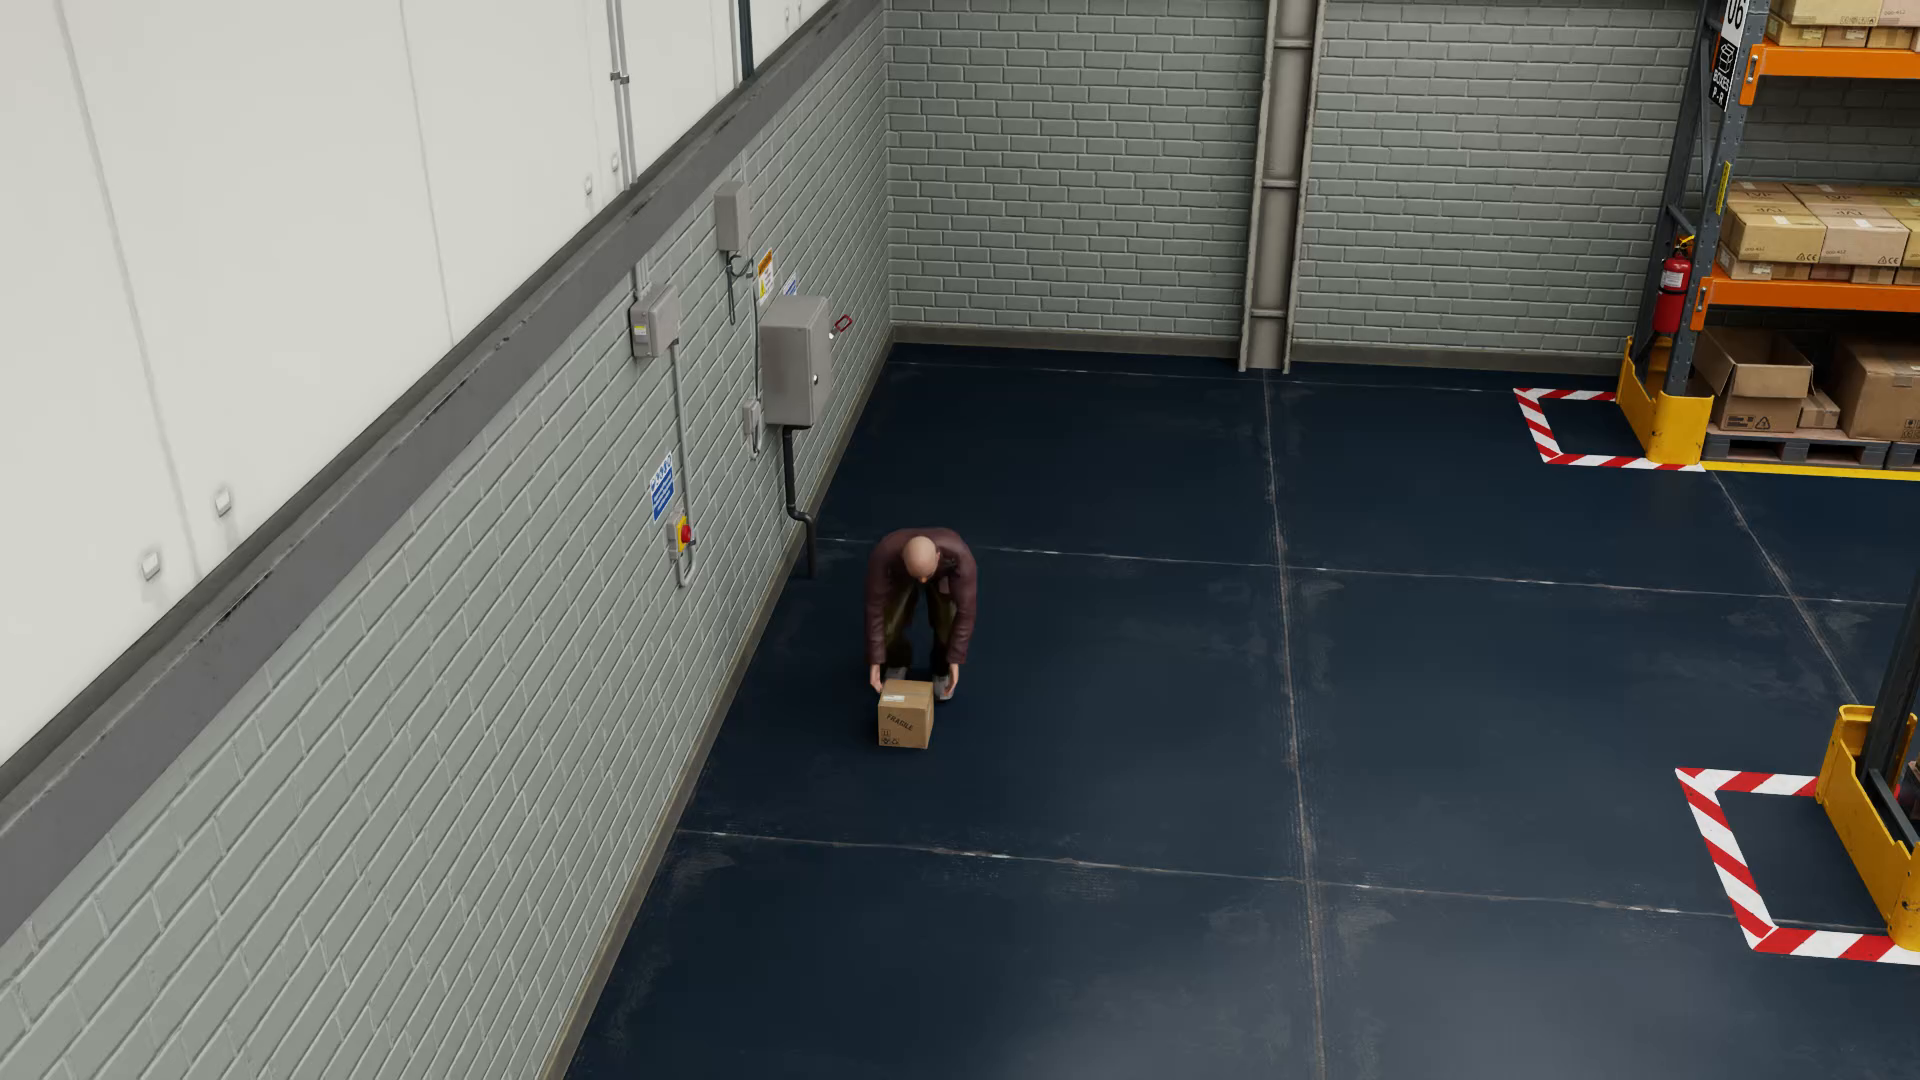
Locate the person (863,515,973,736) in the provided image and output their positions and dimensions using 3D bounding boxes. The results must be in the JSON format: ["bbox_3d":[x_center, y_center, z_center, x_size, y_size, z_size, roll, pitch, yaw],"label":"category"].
[{"bbox_3d":[-0.233,0.416,8.716,0.585,0.966,0.943,2,28,4],"label":"person"}]
